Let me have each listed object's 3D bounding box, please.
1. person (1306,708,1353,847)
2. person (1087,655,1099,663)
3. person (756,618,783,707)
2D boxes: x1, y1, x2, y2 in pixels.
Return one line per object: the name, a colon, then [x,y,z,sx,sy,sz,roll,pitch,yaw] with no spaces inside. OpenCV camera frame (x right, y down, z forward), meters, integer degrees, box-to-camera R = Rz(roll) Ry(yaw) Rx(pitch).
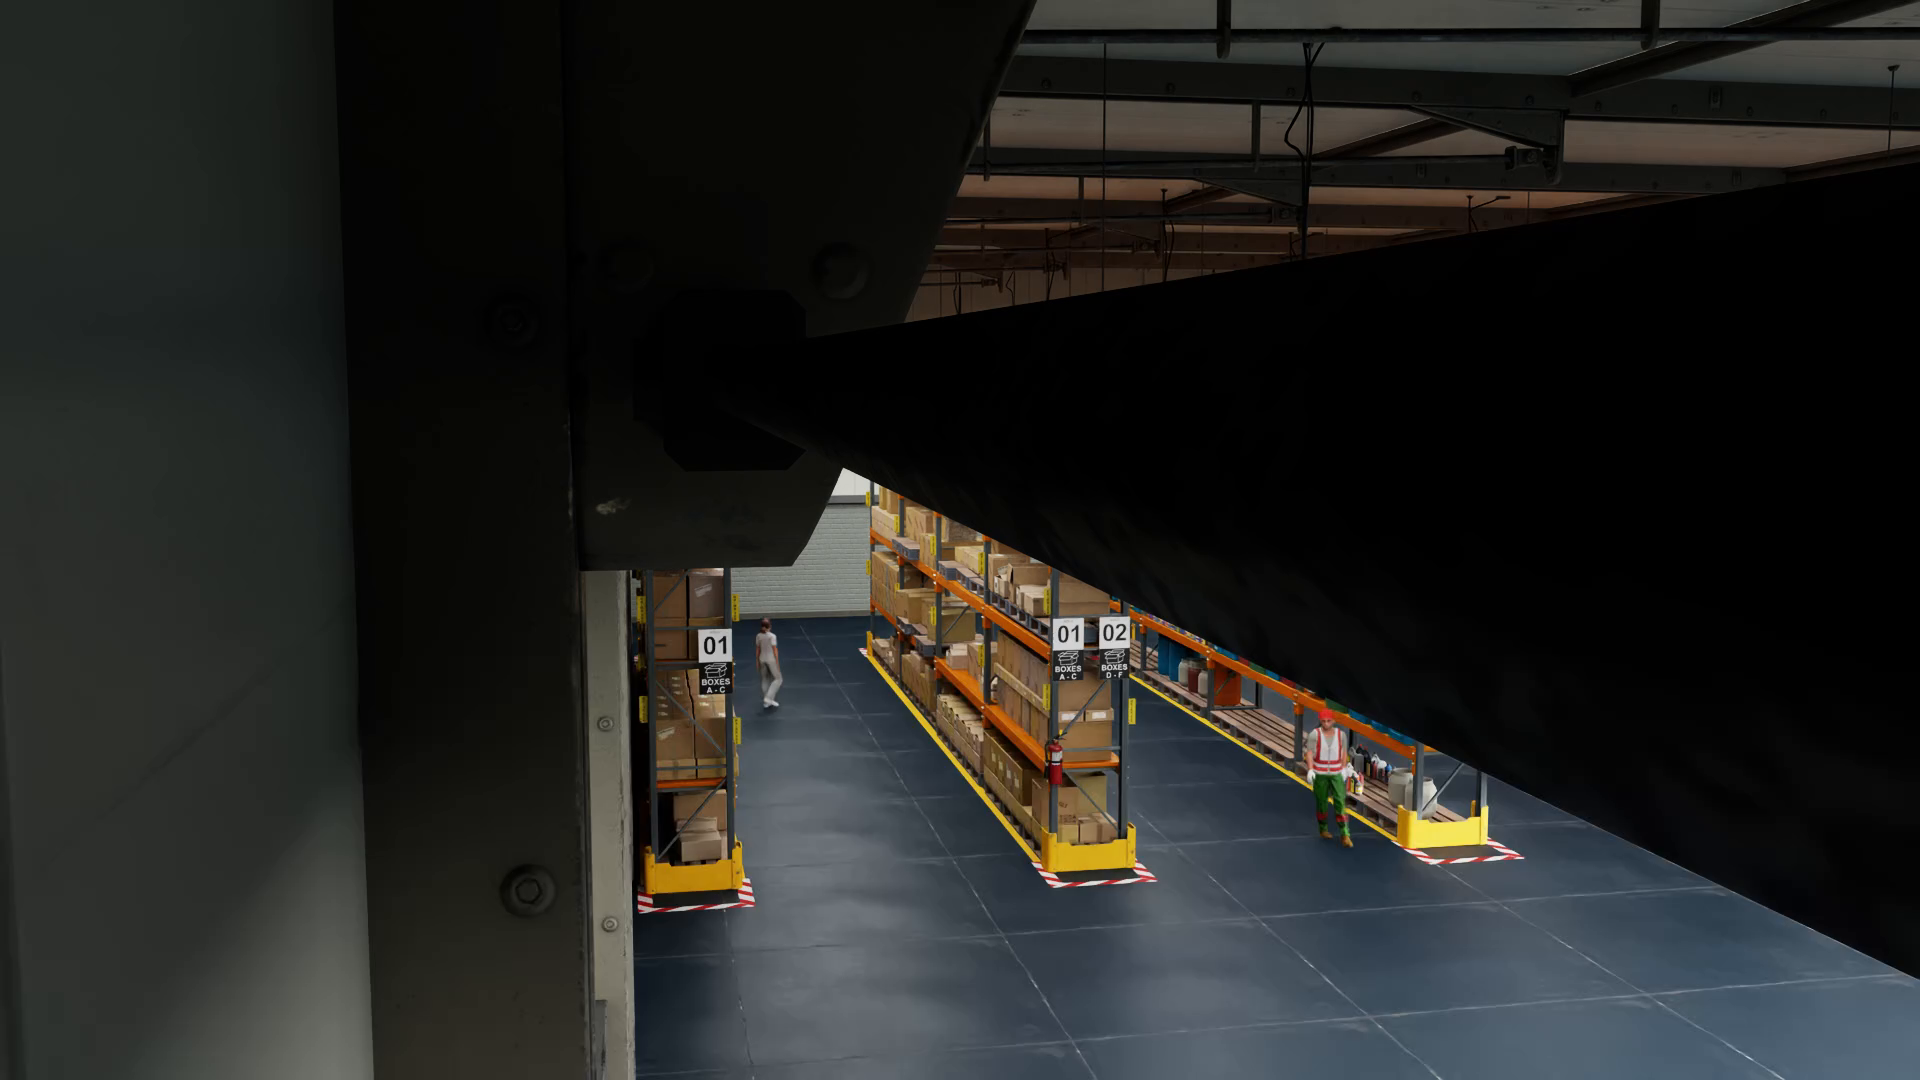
person: [4.905,3.138,22.083,0.588,1.778,0.773,1,6,6]
person: [2.470,2.330,30.560,0.560,1.587,1.084,-1,6,-8]
person: [-3.586,2.287,30.853,0.479,1.669,0.490,3,7,27]
